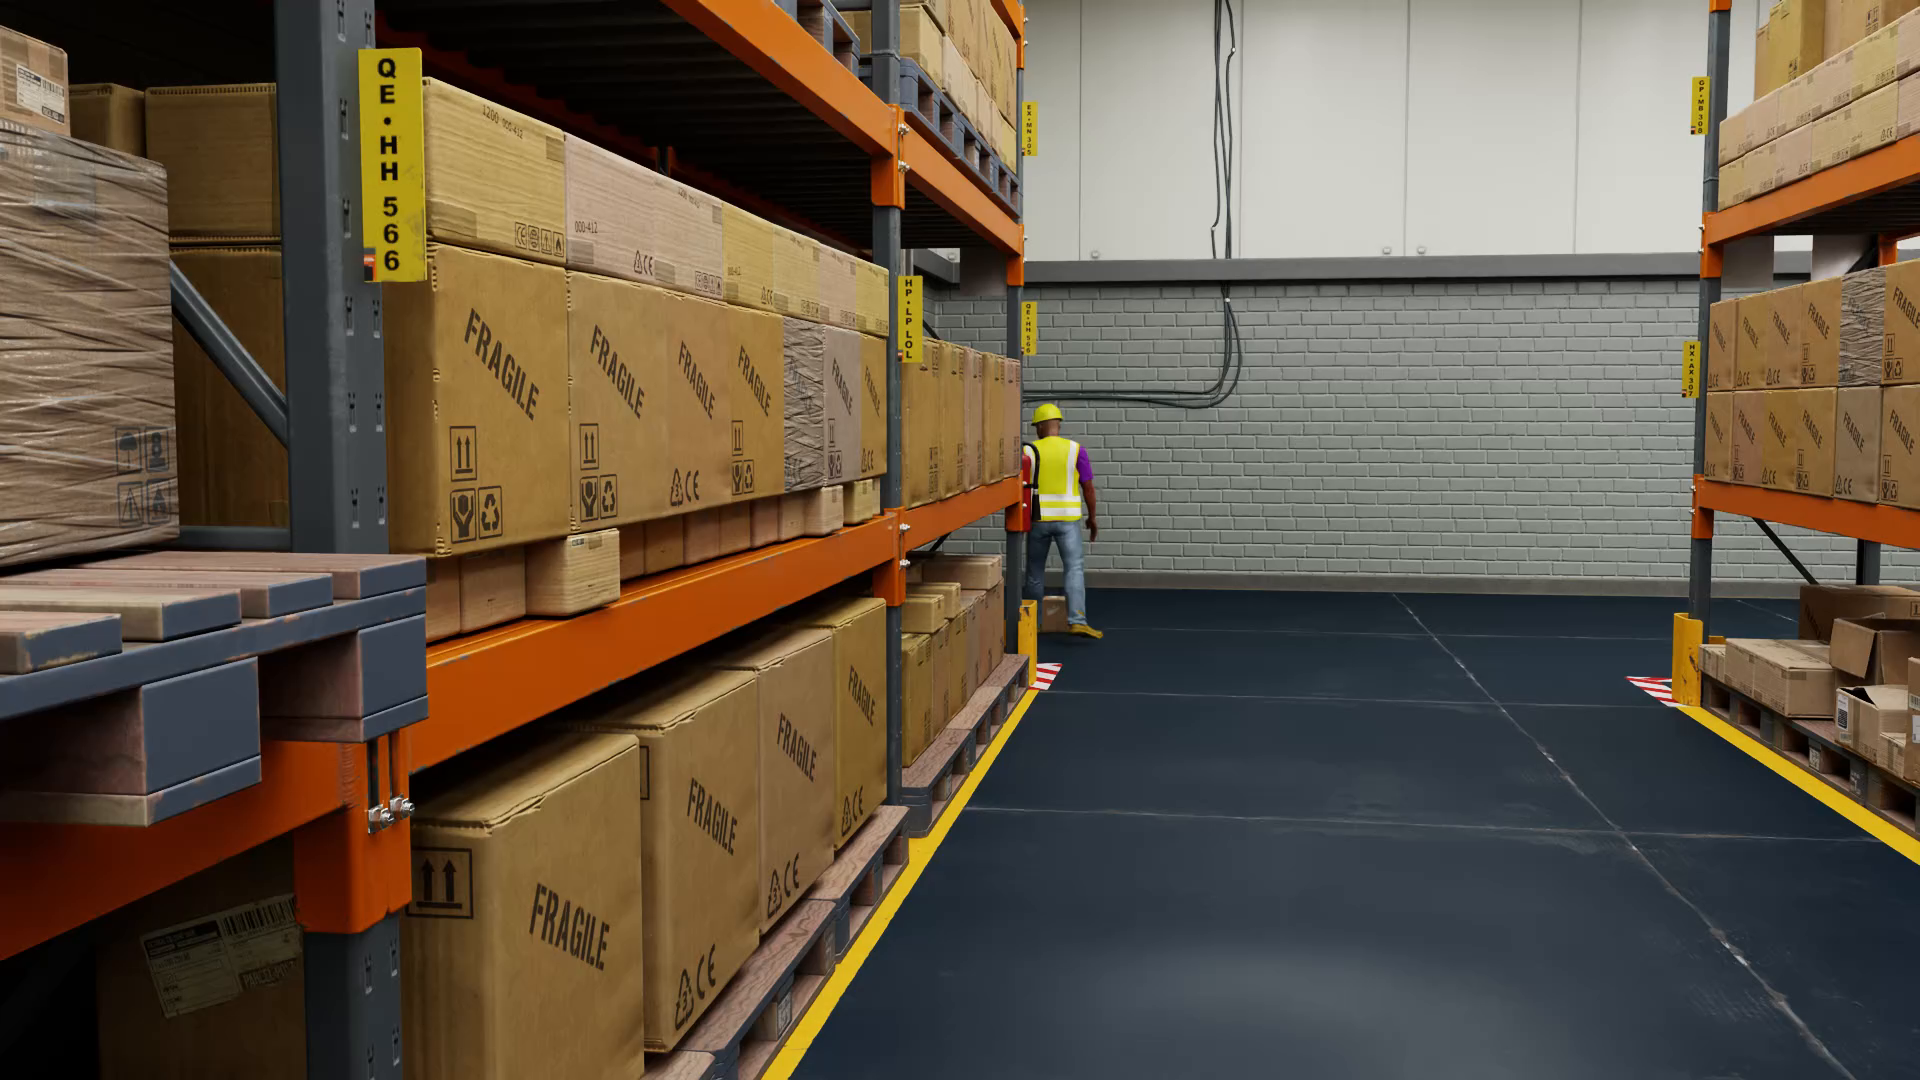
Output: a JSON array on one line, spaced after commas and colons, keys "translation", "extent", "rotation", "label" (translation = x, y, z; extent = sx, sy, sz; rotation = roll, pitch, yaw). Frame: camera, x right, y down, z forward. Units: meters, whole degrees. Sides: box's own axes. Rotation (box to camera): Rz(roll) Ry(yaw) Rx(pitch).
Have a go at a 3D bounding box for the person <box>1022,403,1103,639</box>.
[{"translation": [0.731, -0.139, 12.365], "extent": [0.684, 1.751, 0.883], "rotation": [1, 4, 7], "label": "person"}]
